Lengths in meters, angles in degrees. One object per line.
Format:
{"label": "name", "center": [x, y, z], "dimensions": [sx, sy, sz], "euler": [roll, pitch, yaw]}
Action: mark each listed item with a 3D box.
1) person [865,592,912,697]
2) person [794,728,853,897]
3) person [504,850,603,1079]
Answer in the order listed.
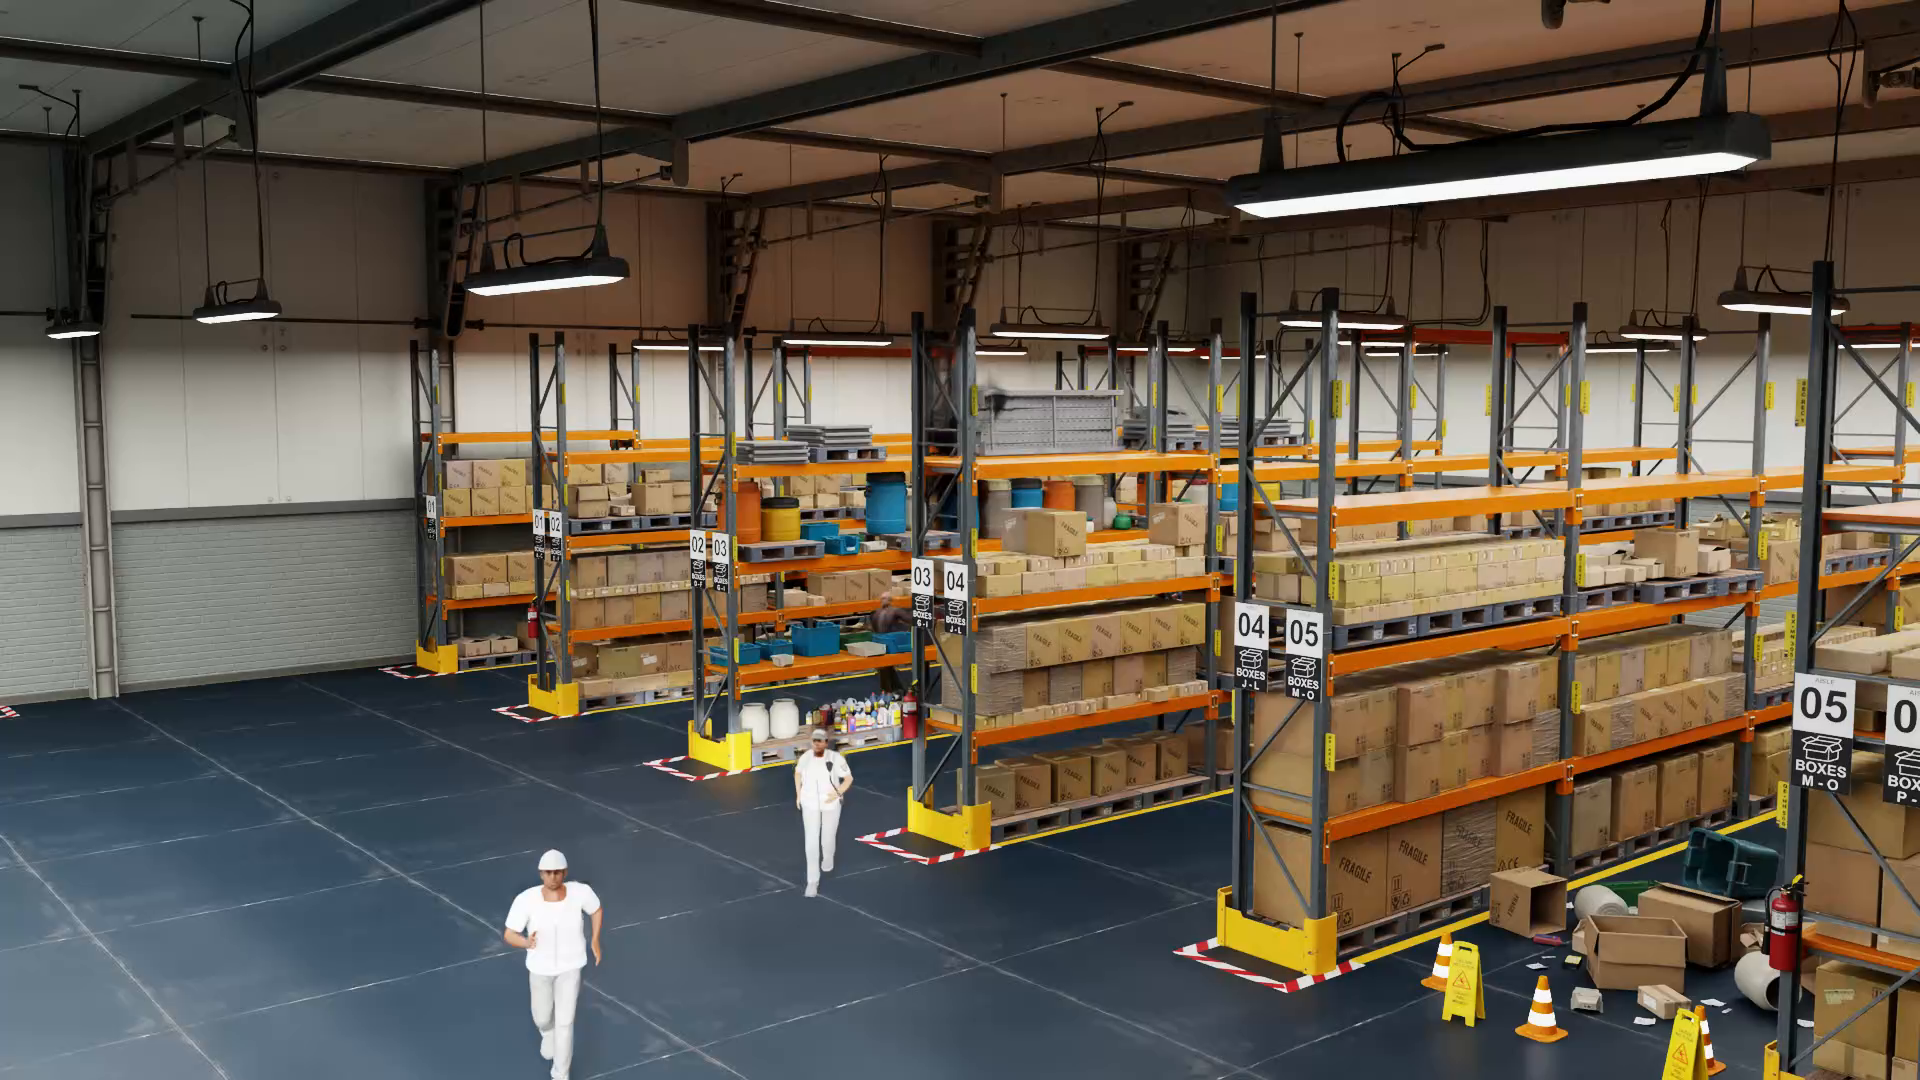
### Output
{"label": "person", "center": [-1.209, 1.762, 27.197], "dimensions": [0.783, 1.833, 0.710], "euler": [-5, 7, -41]}
{"label": "person", "center": [-1.411, 2.763, 17.175], "dimensions": [0.620, 1.693, 0.818], "euler": [0, 5, 2]}
{"label": "person", "center": [-2.986, 3.132, 12.251], "dimensions": [0.702, 1.747, 0.953], "euler": [-1, 5, -11]}
